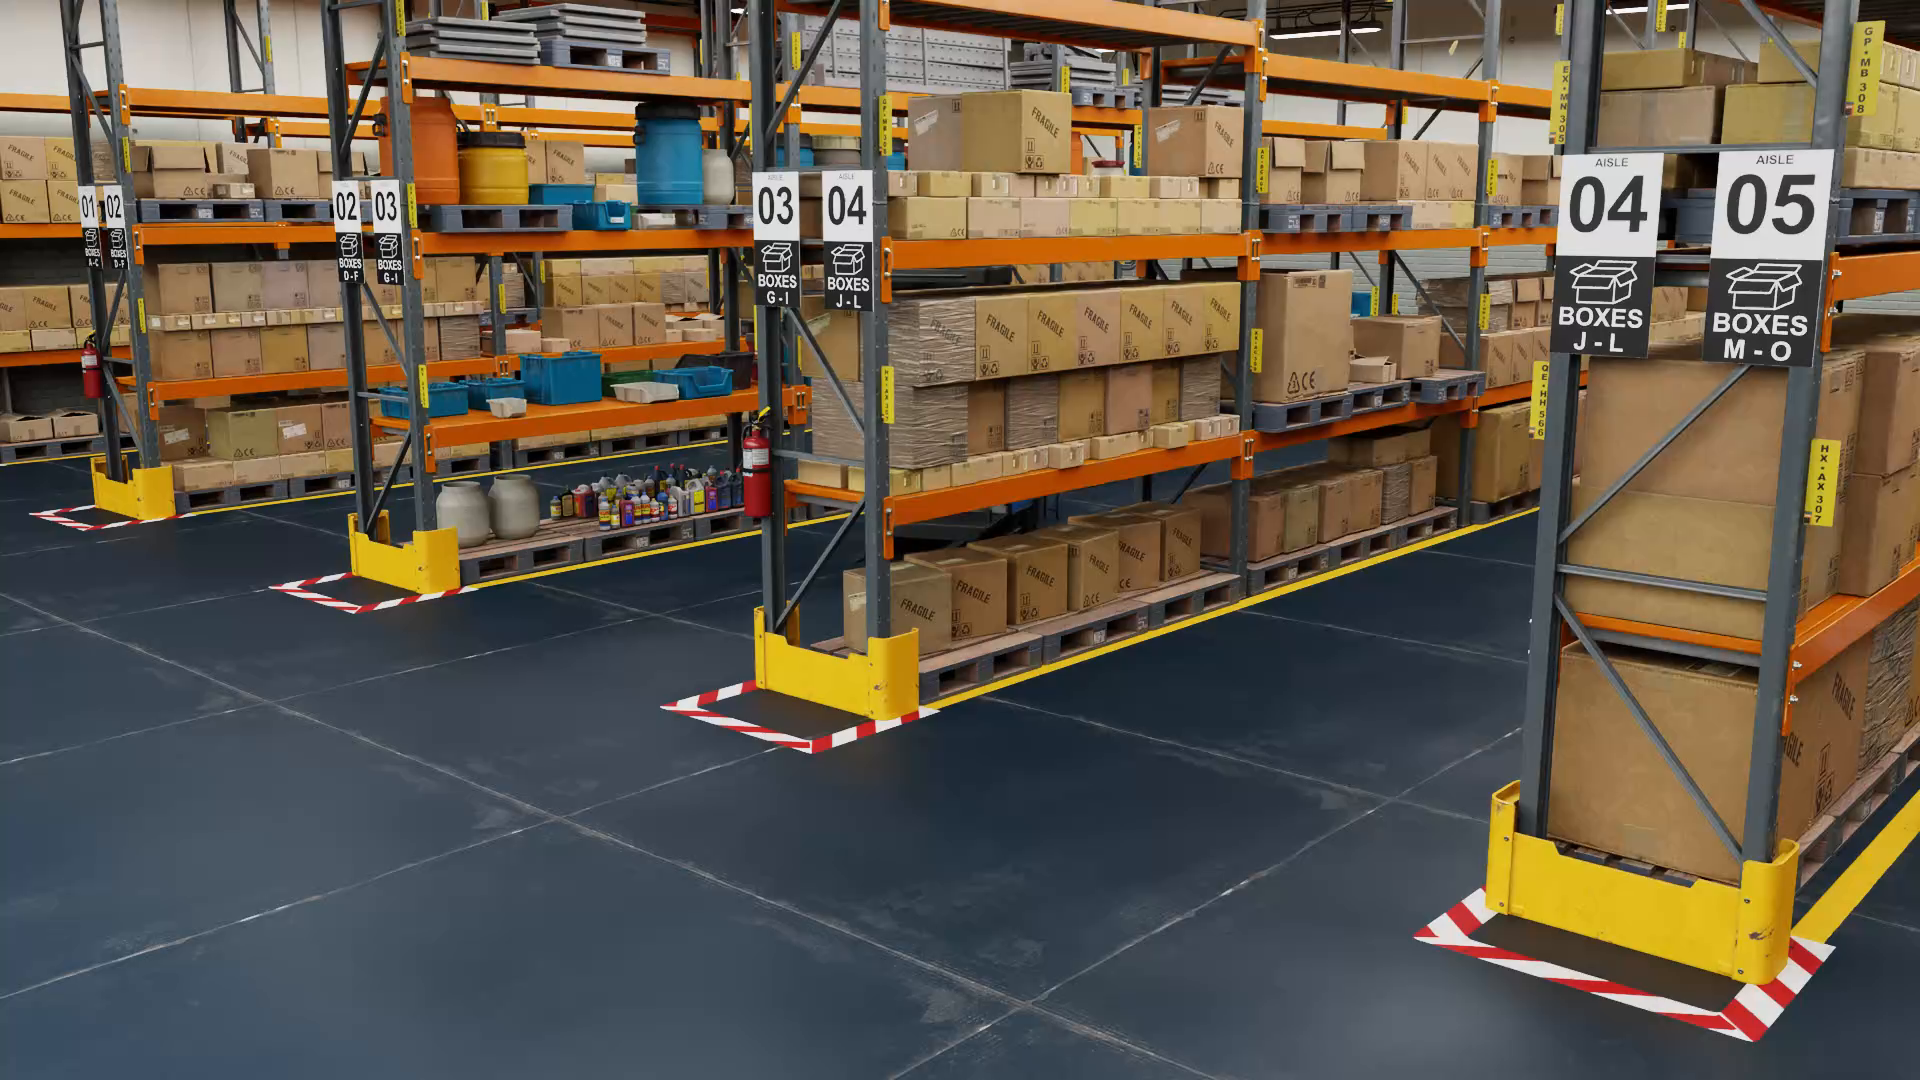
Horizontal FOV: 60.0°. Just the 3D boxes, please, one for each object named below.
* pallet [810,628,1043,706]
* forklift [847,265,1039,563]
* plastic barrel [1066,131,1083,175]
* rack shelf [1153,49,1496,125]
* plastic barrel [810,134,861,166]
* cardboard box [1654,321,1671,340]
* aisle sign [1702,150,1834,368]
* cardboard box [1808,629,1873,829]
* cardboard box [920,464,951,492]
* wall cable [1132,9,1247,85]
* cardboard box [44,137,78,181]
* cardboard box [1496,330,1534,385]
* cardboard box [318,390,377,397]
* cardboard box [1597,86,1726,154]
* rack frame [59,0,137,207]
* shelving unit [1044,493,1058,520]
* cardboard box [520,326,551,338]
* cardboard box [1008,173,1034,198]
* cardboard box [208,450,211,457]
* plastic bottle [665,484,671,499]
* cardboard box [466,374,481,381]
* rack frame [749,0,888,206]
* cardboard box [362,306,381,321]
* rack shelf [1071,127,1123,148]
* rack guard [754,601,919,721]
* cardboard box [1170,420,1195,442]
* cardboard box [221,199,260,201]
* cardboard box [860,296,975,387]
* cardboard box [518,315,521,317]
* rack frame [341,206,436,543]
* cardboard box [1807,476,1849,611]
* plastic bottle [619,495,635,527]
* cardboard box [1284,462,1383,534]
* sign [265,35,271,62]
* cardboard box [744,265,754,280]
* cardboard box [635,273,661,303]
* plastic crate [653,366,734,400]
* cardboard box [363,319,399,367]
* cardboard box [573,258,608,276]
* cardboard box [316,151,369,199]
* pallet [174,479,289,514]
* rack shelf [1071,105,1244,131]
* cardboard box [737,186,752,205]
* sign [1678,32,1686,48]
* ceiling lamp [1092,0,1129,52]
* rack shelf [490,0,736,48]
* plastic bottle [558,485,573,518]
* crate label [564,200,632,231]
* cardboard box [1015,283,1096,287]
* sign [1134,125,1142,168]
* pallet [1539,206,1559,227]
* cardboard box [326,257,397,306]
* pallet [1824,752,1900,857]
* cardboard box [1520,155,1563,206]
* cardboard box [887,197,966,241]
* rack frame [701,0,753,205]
[{"bbox_3d":[-0.213,0.760,10.907,1.003,0.211,1.213,10,15,40],"label":"pallet"},{"bbox_3d":[-0.157,-1.308,14.314,1.130,2.935,3.031,3,12,16],"label":"forklift"},{"bbox_3d":[1.112,-4.269,19.141,0.600,0.830,0.708,10,15,40],"label":"plastic barrel"},{"bbox_3d":[3.135,-3.757,13.944,1.077,0.370,4.000,10,15,40],"label":"rack shelf"},{"bbox_3d":[-1.301,-3.626,16.809,0.600,0.901,0.600,0,11,0],"label":"plastic barrel"},{"bbox_3d":[7.935,-2.427,19.367,0.500,0.250,0.500,10,15,40],"label":"cardboard box"},{"bbox_3d":[3.012,-1.051,6.216,0.394,0.787,0.004,10,15,40],"label":"aisle sign"},{"bbox_3d":[3.811,0.773,8.076,0.875,0.875,0.875,9,15,39],"label":"cardboard box"},{"bbox_3d":[-0.279,-0.404,10.254,0.380,0.149,0.250,10,15,40],"label":"cardboard box"},{"bbox_3d":[4.608,-9.089,32.813,3.097,2.526,0.112,10,15,40],"label":"wall cable"},{"bbox_3d":[-10.852,-4.592,20.066,0.500,0.500,0.500,10,15,42],"label":"cardboard box"},{"bbox_3d":[5.319,-1.820,16.449,0.500,0.500,0.500,9,15,39],"label":"cardboard box"},{"bbox_3d":[-6.825,-1.402,18.643,0.500,0.500,0.500,10,15,40],"label":"cardboard box"},{"bbox_3d":[2.947,-1.732,6.899,0.500,0.250,0.500,10,15,41],"label":"cardboard box"},{"bbox_3d":[-8.264,-4.705,15.830,1.000,3.000,0.127,10,15,40],"label":"rack frame"},{"bbox_3d":[0.679,-0.777,16.079,0.503,1.200,0.258,-6,13,-29],"label":"shelving unit"},{"bbox_3d":[-5.182,-2.439,20.144,0.396,0.266,0.258,9,15,39],"label":"cardboard box"},{"bbox_3d":[0.245,-2.230,10.462,0.380,0.149,0.250,10,15,40],"label":"cardboard box"},{"bbox_3d":[-7.811,-0.813,17.608,0.500,0.250,0.500,10,15,40],"label":"cardboard box"},{"bbox_3d":[-2.645,-0.377,15.289,0.061,0.283,0.133,10,15,40],"label":"plastic bottle"},{"bbox_3d":[-7.571,-2.396,24.848,0.700,0.500,0.500,10,15,40],"label":"cardboard box"},{"bbox_3d":[-0.826,-3.423,9.415,1.000,3.000,0.127,10,15,40],"label":"rack frame"},{"bbox_3d":[-6.482,-2.464,18.017,0.380,0.149,0.250,10,15,42],"label":"cardboard box"},{"bbox_3d":[0.977,-6.410,26.213,1.077,0.370,4.000,10,15,40],"label":"rack shelf"},{"bbox_3d":[-0.775,0.733,10.303,1.175,0.500,0.348,10,15,40],"label":"rack guard"},{"bbox_3d":[1.511,-0.813,12.301,0.380,0.149,0.250,10,15,40],"label":"cardboard box"},{"bbox_3d":[-9.497,-4.414,21.729,0.500,0.500,0.500,10,15,42],"label":"cardboard box"},{"bbox_3d":[-0.258,-1.212,10.094,0.500,0.500,0.500,10,15,40],"label":"cardboard box"},{"bbox_3d":[-6.685,-3.547,25.943,0.380,0.149,0.250,10,15,41],"label":"cardboard box"},{"bbox_3d":[-4.546,-1.122,13.208,1.000,3.000,0.127,10,15,40],"label":"rack frame"},{"bbox_3d":[3.391,-0.043,7.424,0.875,0.550,0.550,10,15,40],"label":"cardboard box"},{"bbox_3d":[-2.952,-0.263,14.720,0.061,0.283,0.133,10,15,41],"label":"plastic bottle"},{"bbox_3d":[3.302,-0.380,14.752,0.500,0.500,0.700,-11,15,-43],"label":"cardboard box"},{"bbox_3d":[-8.952,-6.357,21.516,0.100,0.325,0.005,10,15,40],"label":"sign"},{"bbox_3d":[-3.696,-4.393,28.821,0.980,0.700,0.700,10,15,41],"label":"cardboard box"},{"bbox_3d":[-5.175,-4.049,26.799,0.500,0.500,0.500,10,15,42],"label":"cardboard box"},{"bbox_3d":[-2.432,-1.440,15.178,0.499,0.251,0.616,10,15,40],"label":"plastic crate"},{"bbox_3d":[-6.590,-2.183,18.264,0.700,0.500,0.500,10,15,41],"label":"cardboard box"},{"bbox_3d":[-5.860,-4.265,25.964,0.500,0.250,0.500,9,15,40],"label":"cardboard box"},{"bbox_3d":[-6.806,-3.922,17.874,0.637,0.503,0.797,-10,15,-41],"label":"cardboard box"},{"bbox_3d":[-7.791,-0.513,17.281,1.003,0.211,1.213,10,15,40],"label":"pallet"},{"bbox_3d":[2.055,-4.986,20.097,1.077,0.370,4.000,10,15,40],"label":"rack shelf"},{"bbox_3d":[-2.721,-4.528,22.350,0.910,0.500,0.500,10,15,40],"label":"cardboard box"},{"bbox_3d":[9.323,-6.386,21.457,0.100,0.325,0.005,10,15,40],"label":"sign"},{"bbox_3d":[2.243,-10.629,30.590,2.000,3.185,0.800,10,15,40],"label":"ceiling lamp"},{"bbox_3d":[-5.387,-8.093,26.145,1.077,0.370,4.000,10,15,40],"label":"rack shelf"},{"bbox_3d":[-3.600,-0.352,15.166,0.061,0.283,0.133,10,15,42],"label":"plastic bottle"},{"bbox_3d":[-3.062,-2.753,14.094,0.502,0.251,0.408,10,15,40],"label":"crate label"},{"bbox_3d":[0.667,-1.575,11.908,0.500,0.500,0.500,10,15,40],"label":"cardboard box"},{"bbox_3d":[1.396,-3.059,12.922,0.100,0.325,0.005,10,15,40],"label":"sign"},{"bbox_3d":[5.576,-3.303,16.954,1.003,0.211,1.213,11,16,43],"label":"pallet"},{"bbox_3d":[-6.576,-2.822,18.155,0.700,0.500,0.500,10,15,40],"label":"cardboard box"},{"bbox_3d":[4.108,1.236,8.524,1.003,0.211,1.213,10,15,40],"label":"pallet"},{"bbox_3d":[5.788,-3.689,17.069,0.797,0.503,0.637,10,15,40],"label":"cardboard box"},{"bbox_3d":[-0.313,-1.916,9.911,0.500,0.250,0.500,10,15,42],"label":"cardboard box"},{"bbox_3d":[-2.984,-5.882,21.723,1.000,3.000,0.127,10,15,40],"label":"rack frame"}]
